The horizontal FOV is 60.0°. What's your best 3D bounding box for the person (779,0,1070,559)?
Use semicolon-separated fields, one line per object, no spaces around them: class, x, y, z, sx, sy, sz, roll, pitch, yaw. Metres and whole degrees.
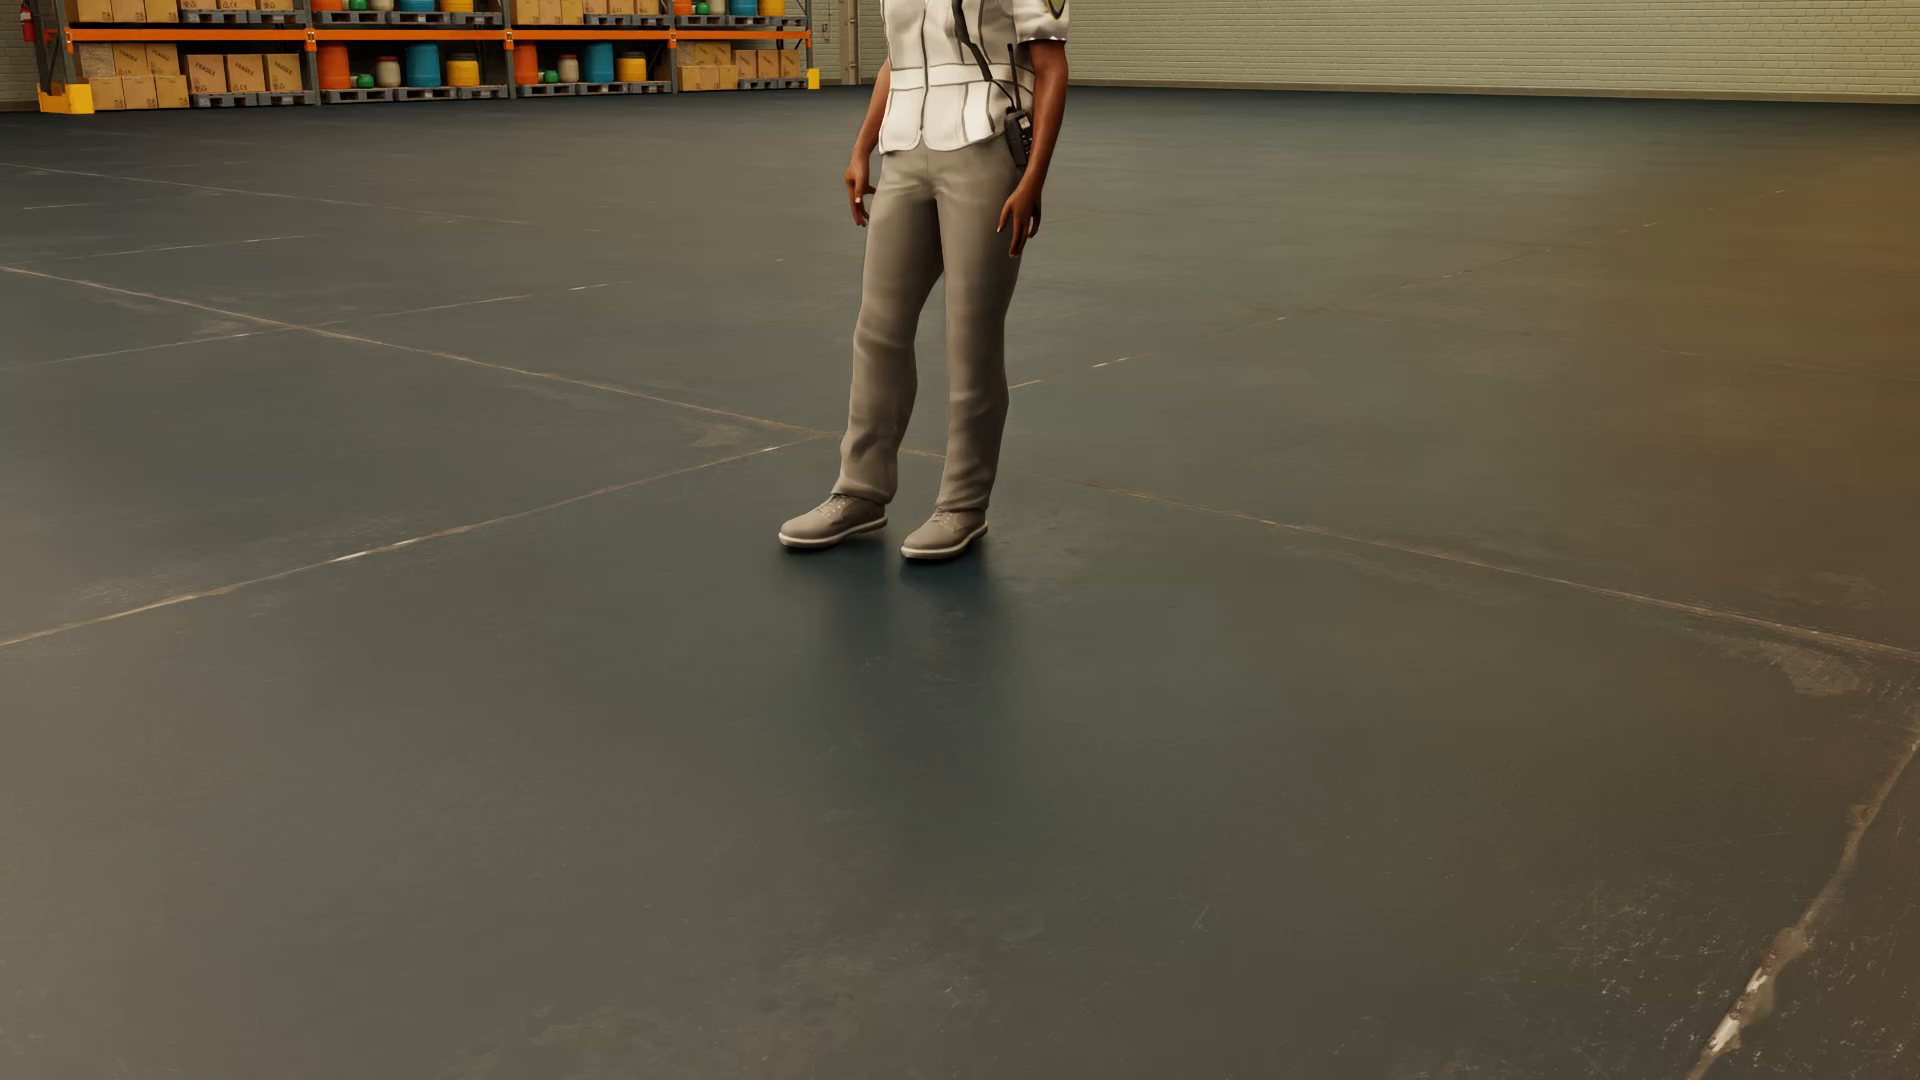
person;-0.063;-0.805;3.650;0.569;1.695;0.528;13;21;37
